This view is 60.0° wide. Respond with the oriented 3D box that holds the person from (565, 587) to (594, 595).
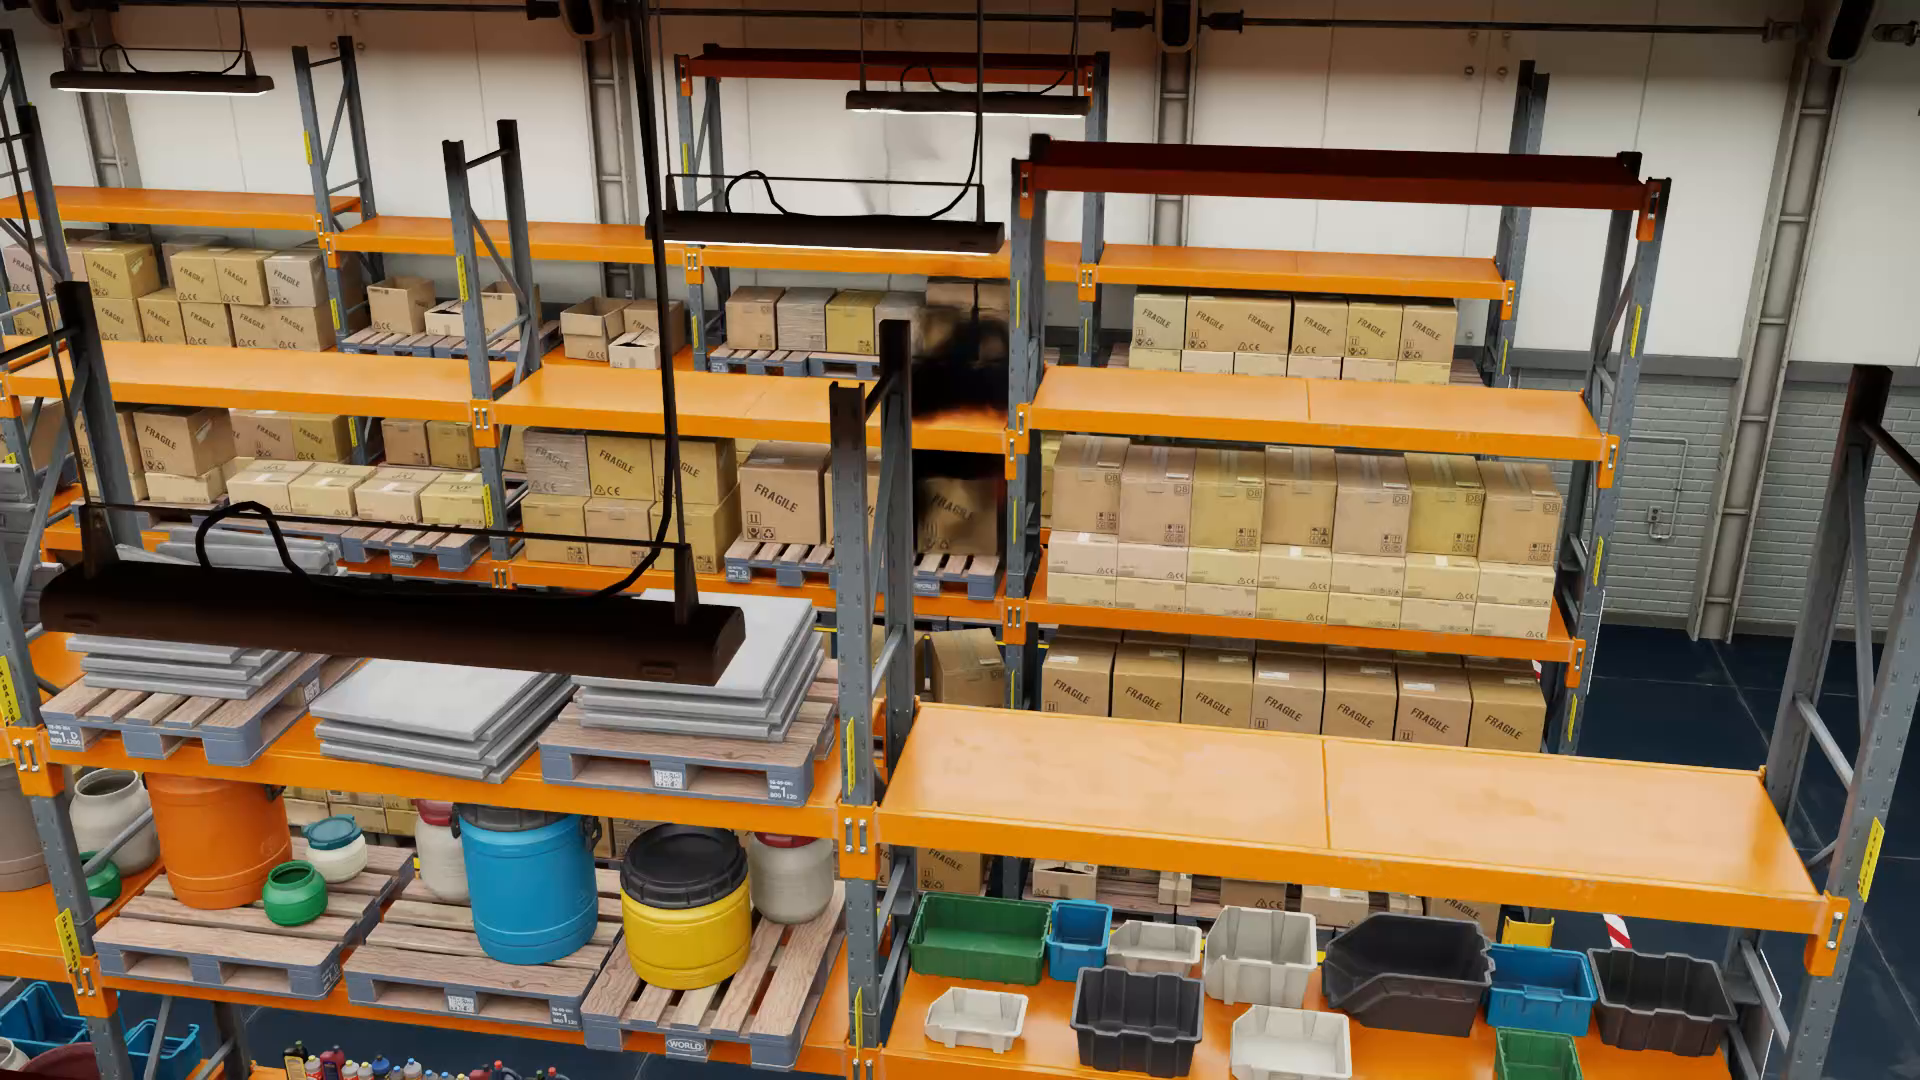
[{"bbox_3d":[-3.534,1.116,15.637,0.704,1.685,0.702,5,24,12],"label":"person"}]
